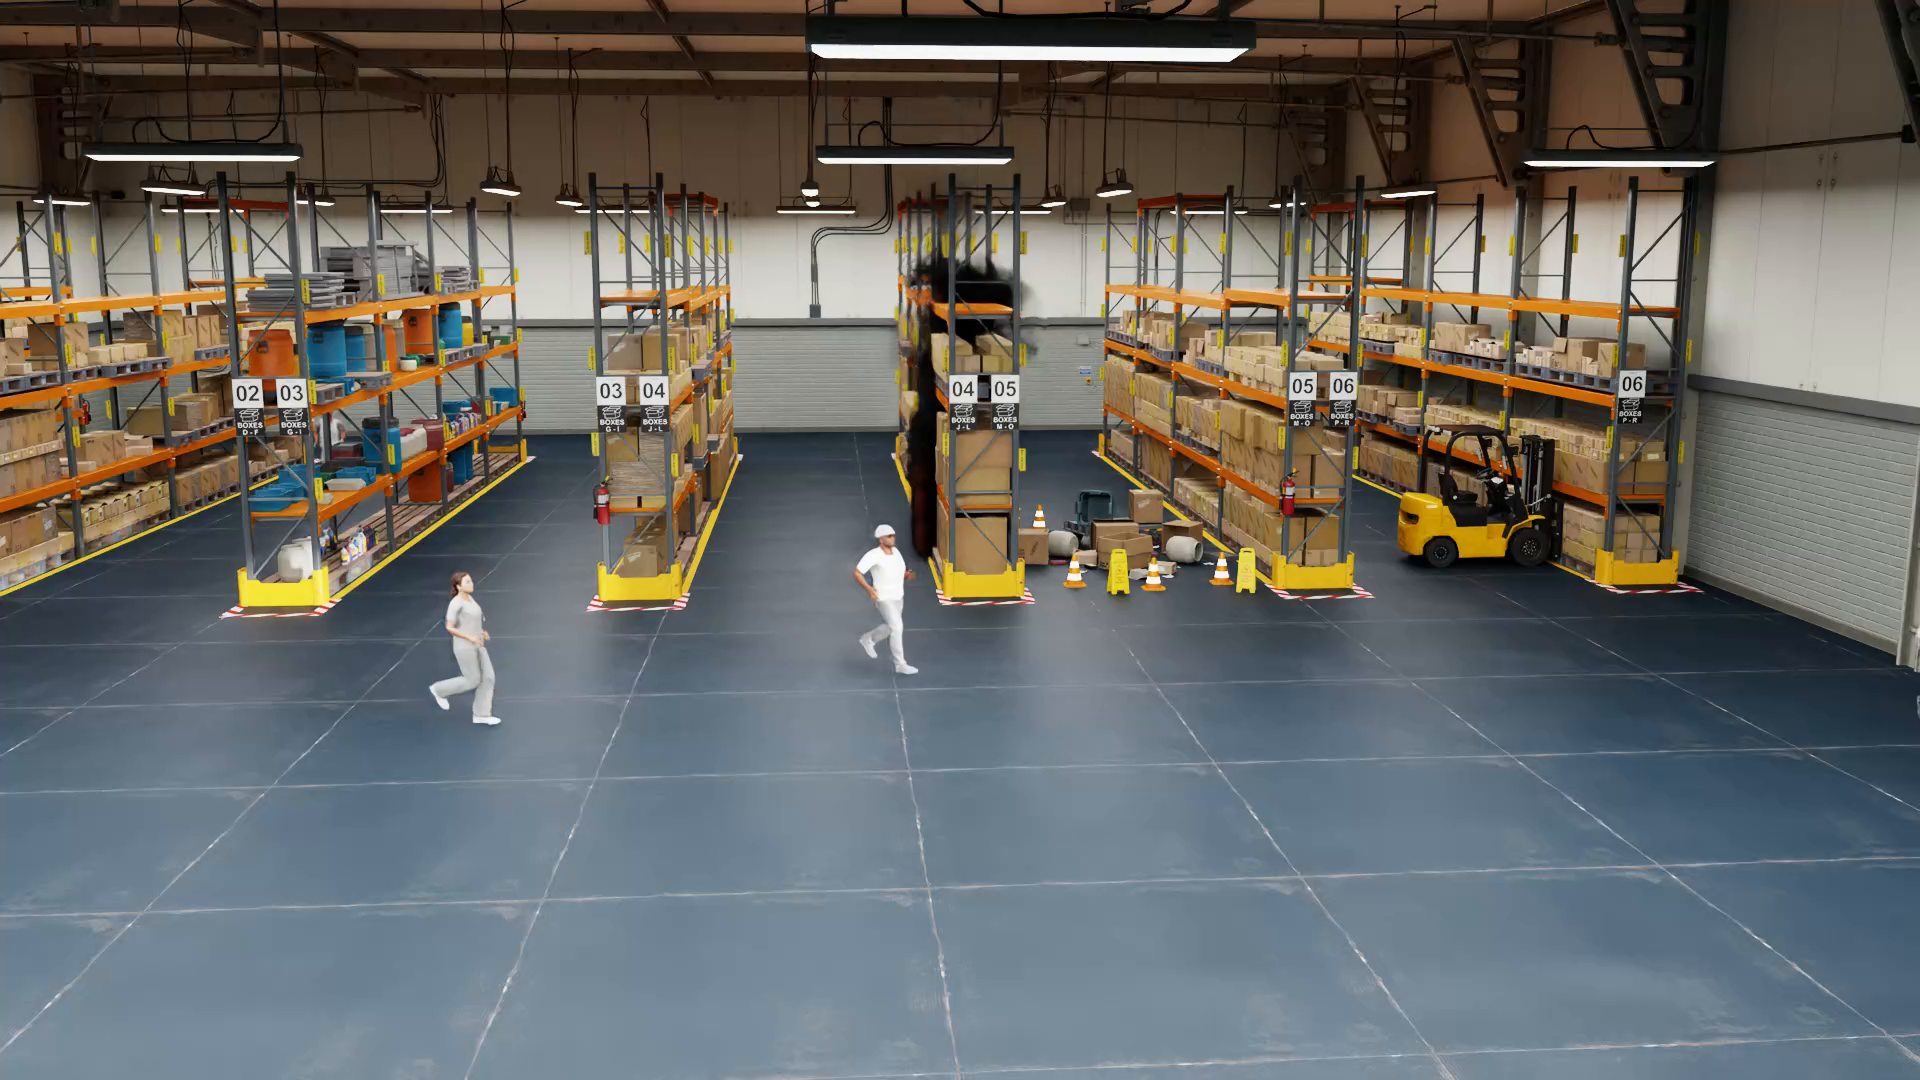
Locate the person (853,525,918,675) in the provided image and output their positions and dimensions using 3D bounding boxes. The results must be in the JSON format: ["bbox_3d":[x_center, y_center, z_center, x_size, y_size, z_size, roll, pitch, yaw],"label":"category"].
[{"bbox_3d":[-0.867,0.683,19.735,0.954,1.748,0.711,7,12,35],"label":"person"}]

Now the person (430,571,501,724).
[{"bbox_3d":[-5.234,1.133,17.589,0.764,1.637,0.564,2,10,12],"label":"person"}]

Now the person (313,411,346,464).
[{"bbox_3d":[-13.162,-1.953,34.776,0.643,1.738,0.712,-3,11,-18],"label":"person"}]
